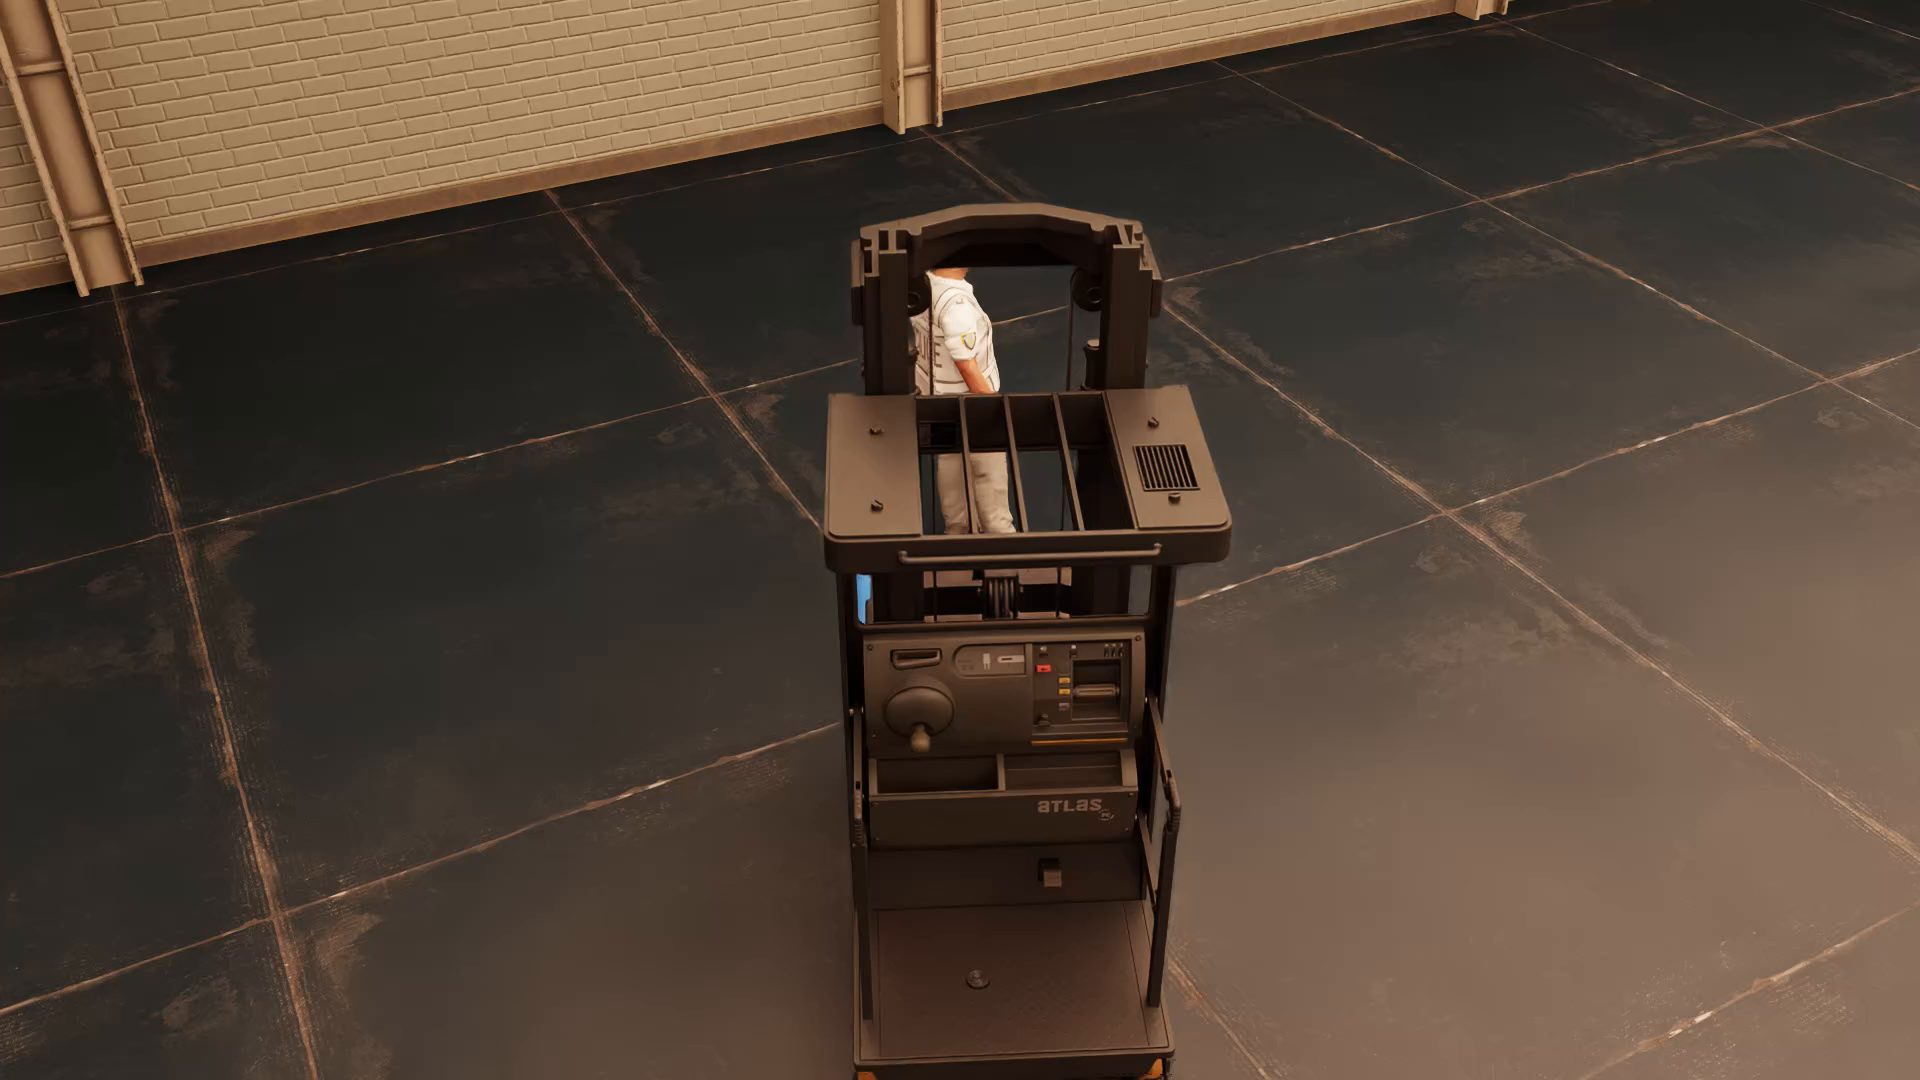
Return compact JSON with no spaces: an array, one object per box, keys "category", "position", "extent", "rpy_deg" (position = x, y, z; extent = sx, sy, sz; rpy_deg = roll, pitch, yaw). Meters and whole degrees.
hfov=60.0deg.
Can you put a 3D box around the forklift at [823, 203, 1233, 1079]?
[{"category":"forklift","position":[0.161,0.561,5.330],"extent":[1.130,2.935,3.031],"rpy_deg":[-2,35,-2]}]

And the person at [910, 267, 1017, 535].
[{"category":"person","position":[0.074,-0.749,8.165],"extent":[0.574,1.780,0.641],"rpy_deg":[-17,39,-23]}]
